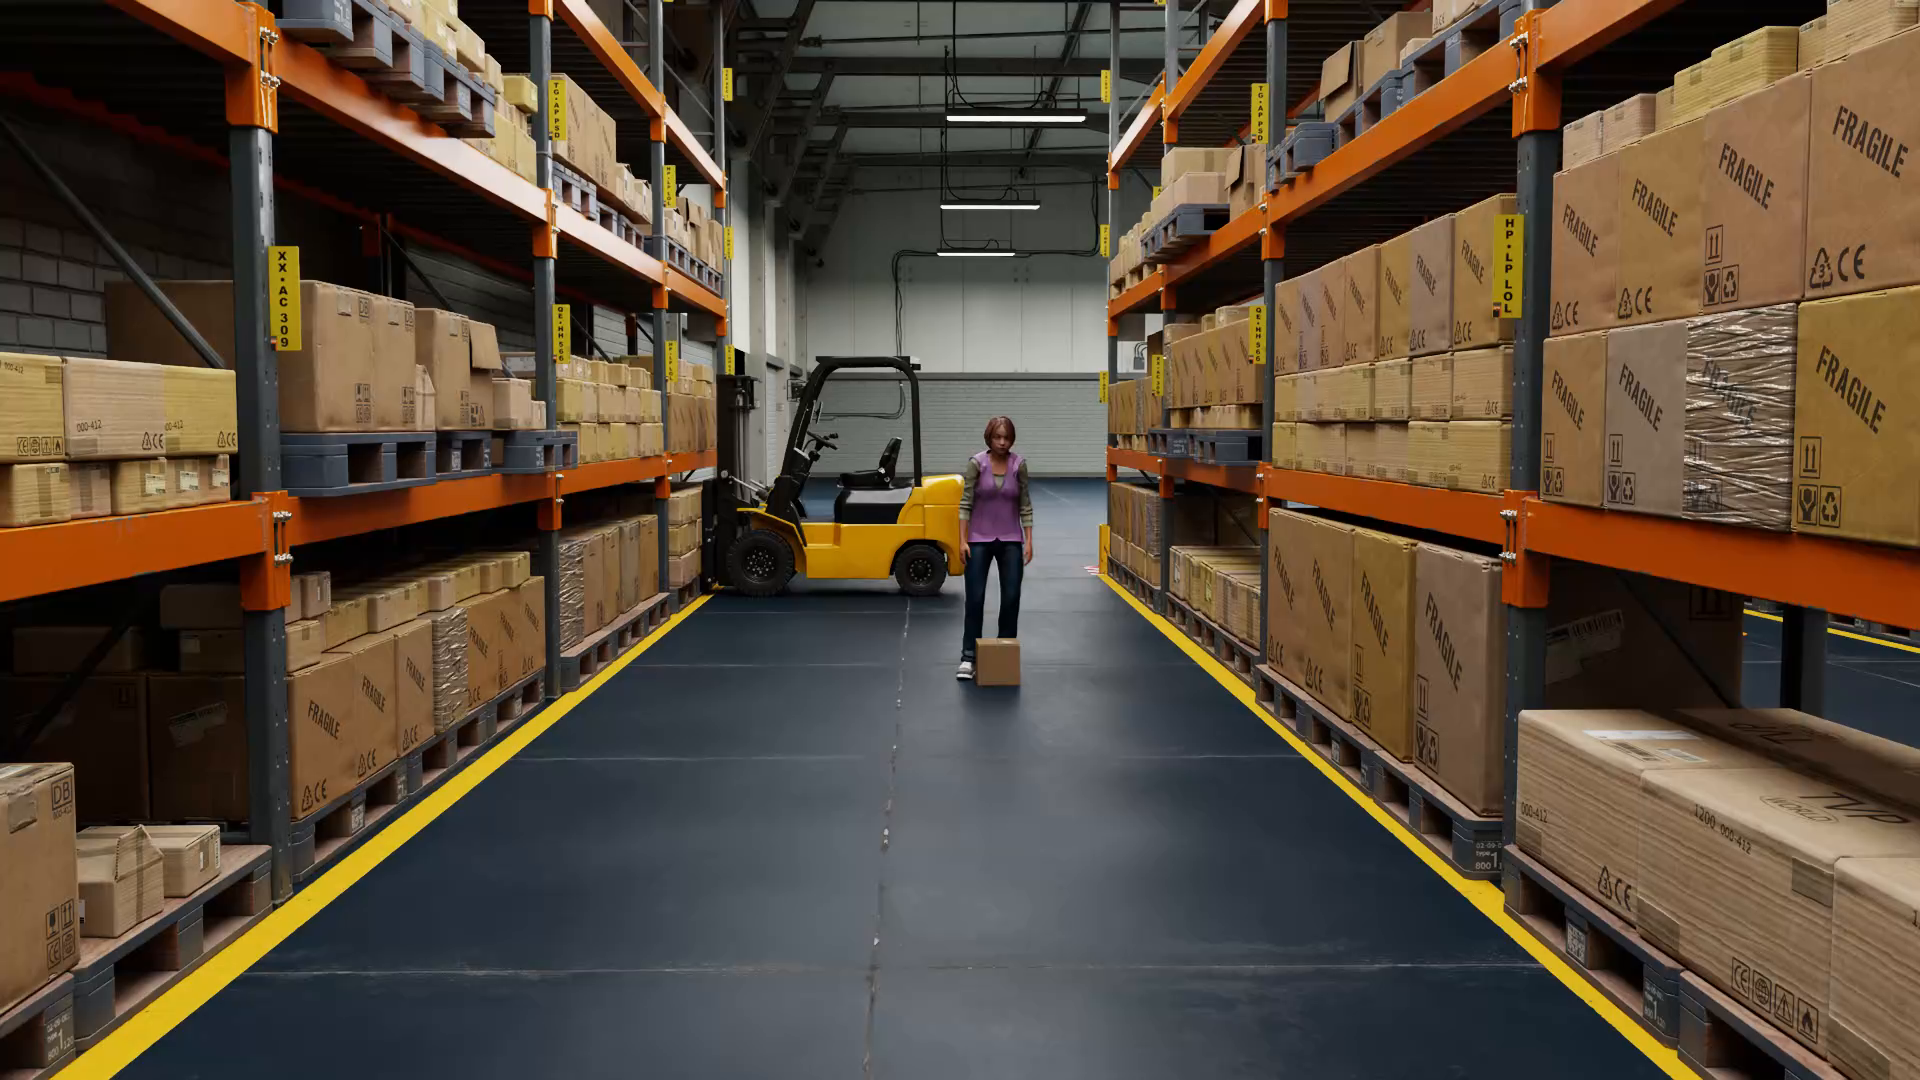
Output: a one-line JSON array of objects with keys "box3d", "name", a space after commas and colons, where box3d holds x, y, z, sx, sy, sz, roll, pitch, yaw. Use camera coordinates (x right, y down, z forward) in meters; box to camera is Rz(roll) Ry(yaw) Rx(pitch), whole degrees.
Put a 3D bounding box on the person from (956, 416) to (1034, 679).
[{"box3d": [0.214, 0.044, 10.113, 0.483, 1.591, 0.378, 0, 4, -5], "name": "person"}]
